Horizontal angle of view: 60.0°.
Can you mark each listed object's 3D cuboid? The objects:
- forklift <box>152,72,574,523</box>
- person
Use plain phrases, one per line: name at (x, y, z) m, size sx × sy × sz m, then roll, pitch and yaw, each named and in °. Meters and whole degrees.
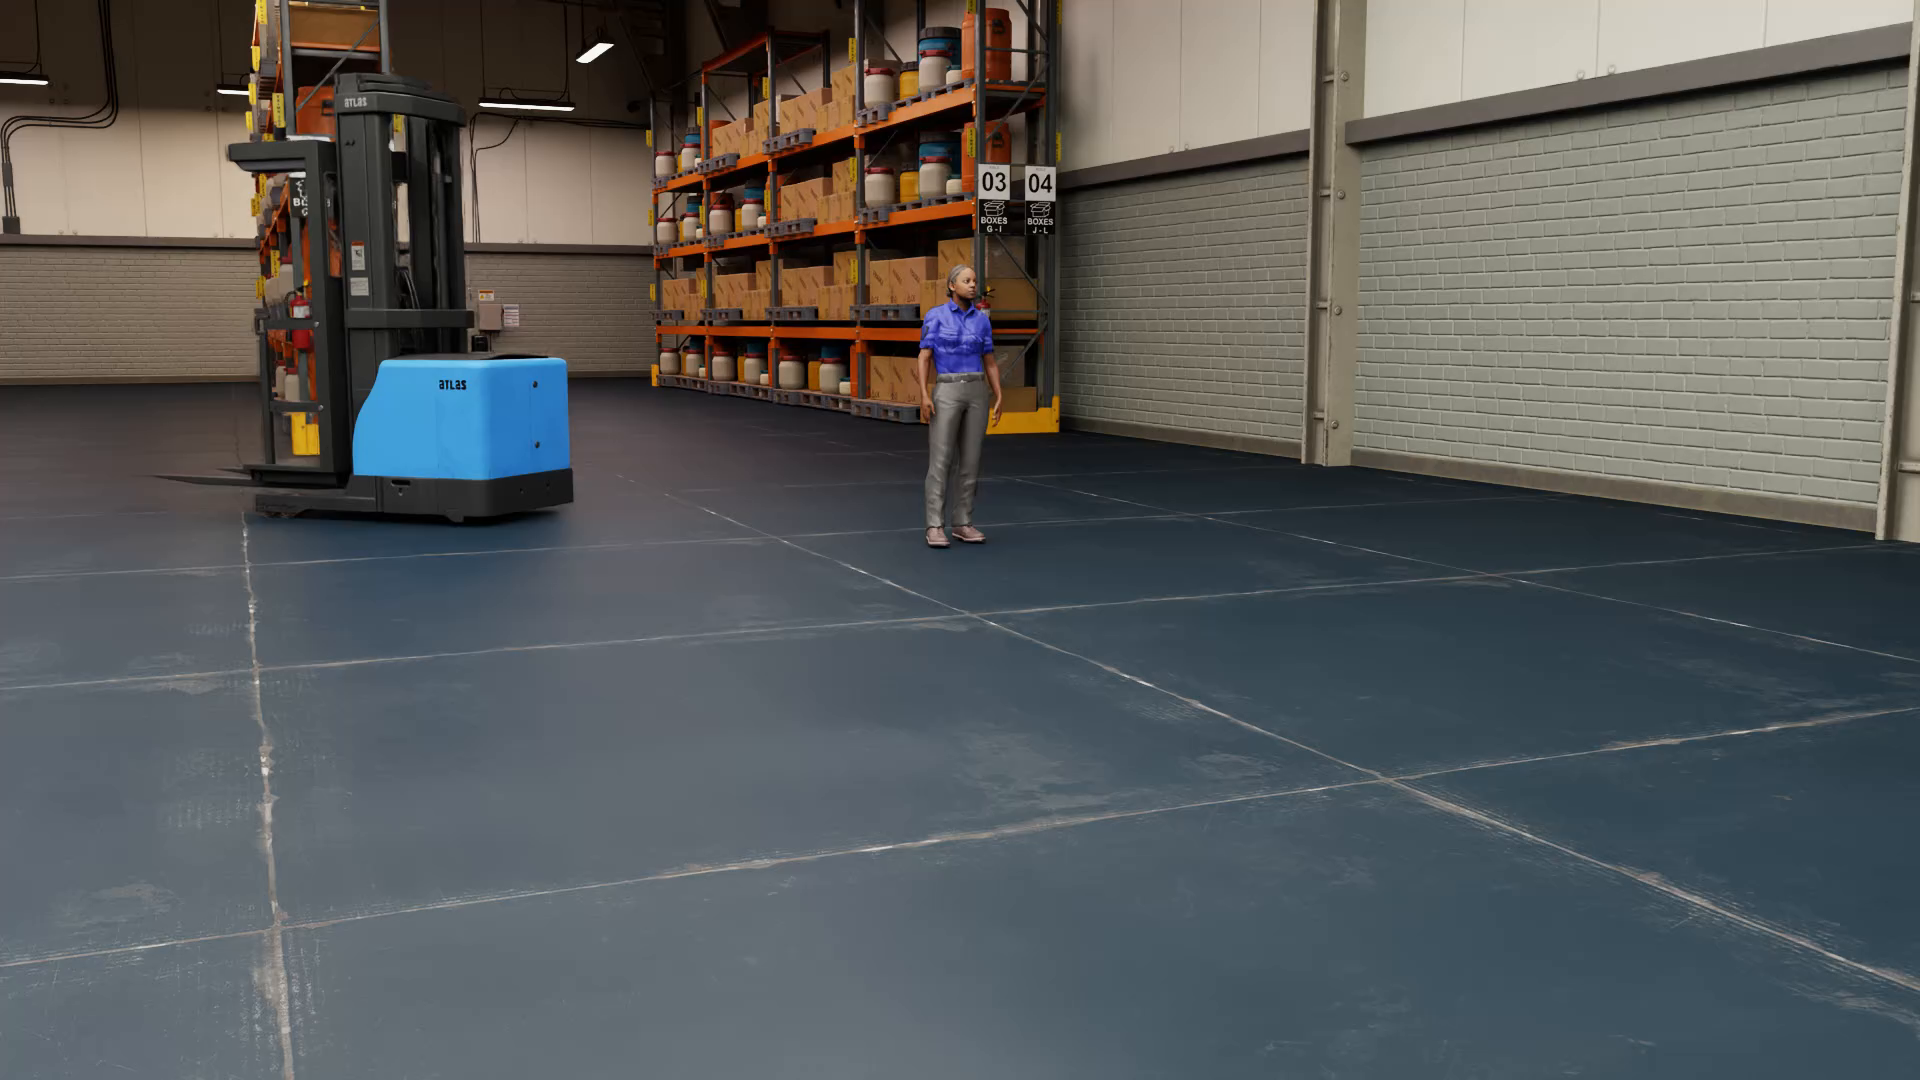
forklift at (-4.271, -1.662, 11.544) m, size 3.031 × 2.935 × 1.130 m, roll 3°, pitch 8°, yaw 21°
person at (0.017, -0.816, 9.957) m, size 0.570 × 1.656 × 0.503 m, roll -3°, pitch 8°, yaw -23°
